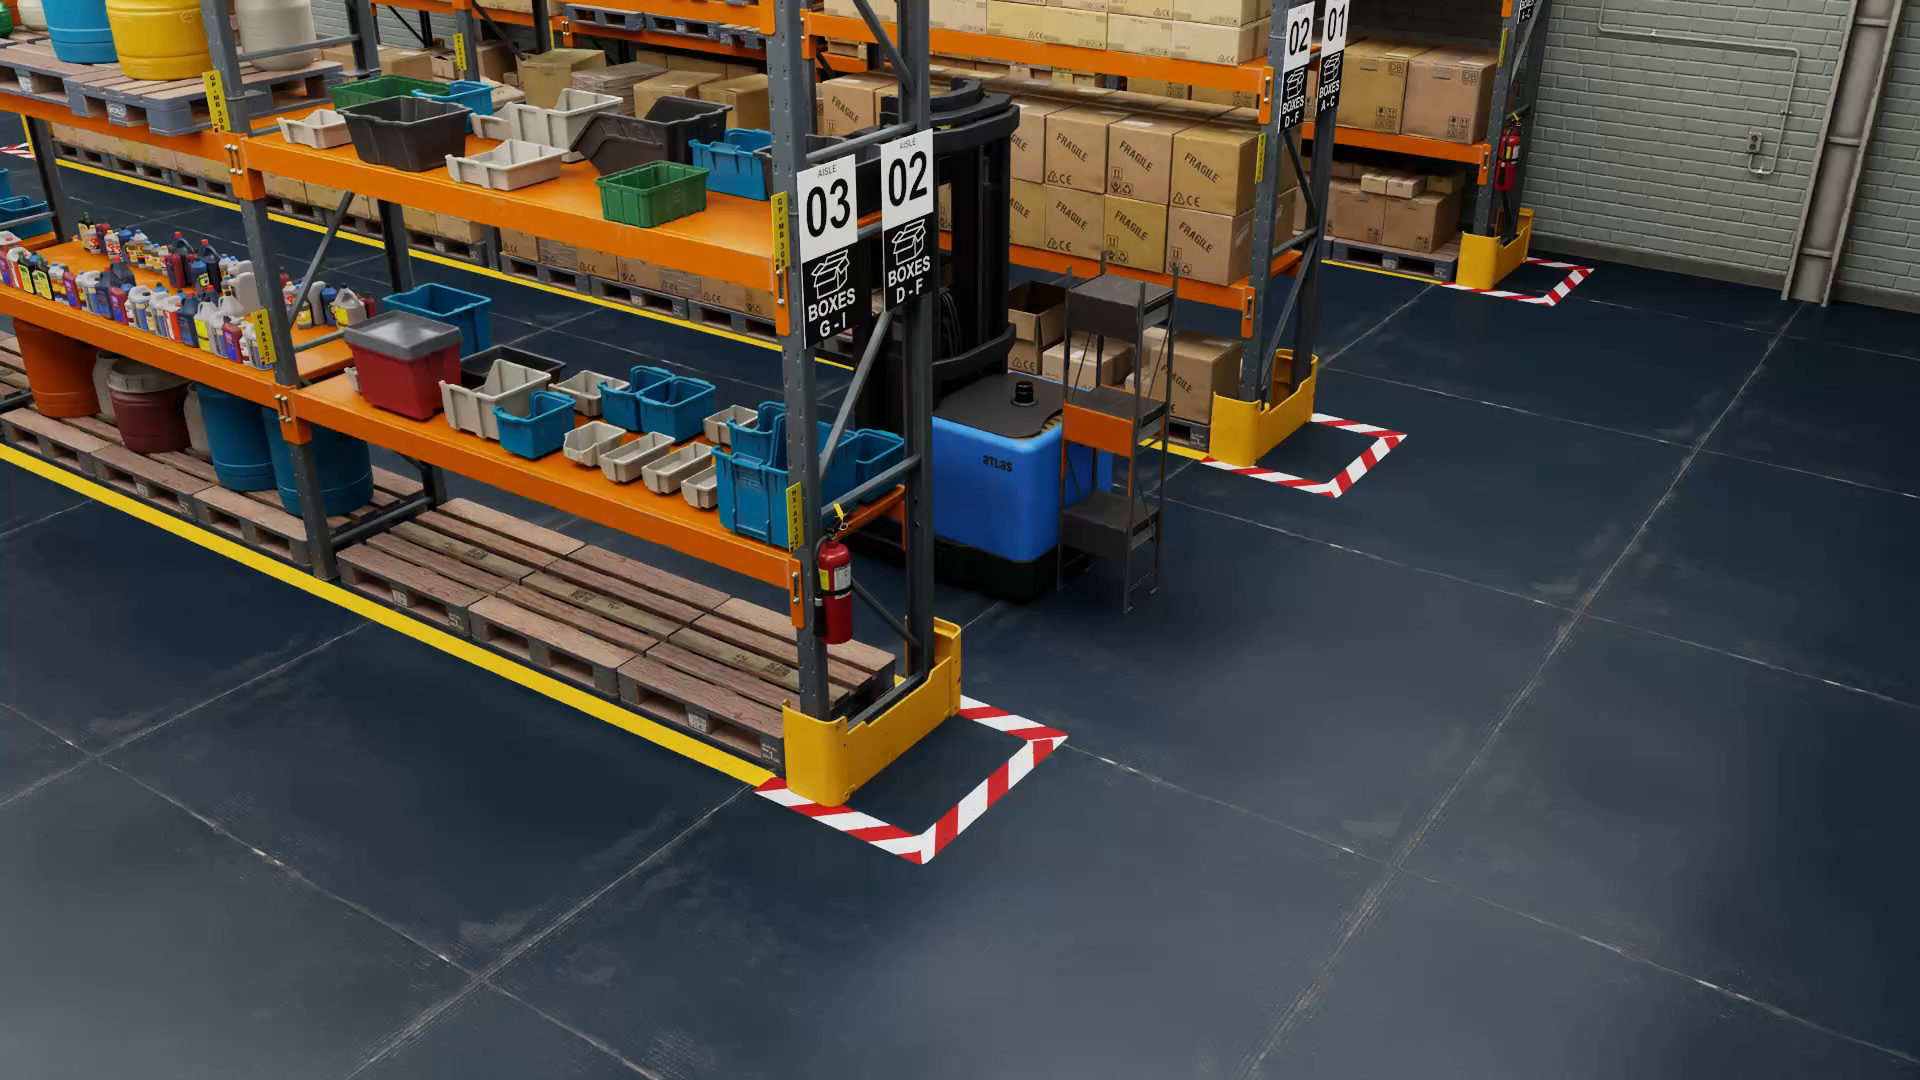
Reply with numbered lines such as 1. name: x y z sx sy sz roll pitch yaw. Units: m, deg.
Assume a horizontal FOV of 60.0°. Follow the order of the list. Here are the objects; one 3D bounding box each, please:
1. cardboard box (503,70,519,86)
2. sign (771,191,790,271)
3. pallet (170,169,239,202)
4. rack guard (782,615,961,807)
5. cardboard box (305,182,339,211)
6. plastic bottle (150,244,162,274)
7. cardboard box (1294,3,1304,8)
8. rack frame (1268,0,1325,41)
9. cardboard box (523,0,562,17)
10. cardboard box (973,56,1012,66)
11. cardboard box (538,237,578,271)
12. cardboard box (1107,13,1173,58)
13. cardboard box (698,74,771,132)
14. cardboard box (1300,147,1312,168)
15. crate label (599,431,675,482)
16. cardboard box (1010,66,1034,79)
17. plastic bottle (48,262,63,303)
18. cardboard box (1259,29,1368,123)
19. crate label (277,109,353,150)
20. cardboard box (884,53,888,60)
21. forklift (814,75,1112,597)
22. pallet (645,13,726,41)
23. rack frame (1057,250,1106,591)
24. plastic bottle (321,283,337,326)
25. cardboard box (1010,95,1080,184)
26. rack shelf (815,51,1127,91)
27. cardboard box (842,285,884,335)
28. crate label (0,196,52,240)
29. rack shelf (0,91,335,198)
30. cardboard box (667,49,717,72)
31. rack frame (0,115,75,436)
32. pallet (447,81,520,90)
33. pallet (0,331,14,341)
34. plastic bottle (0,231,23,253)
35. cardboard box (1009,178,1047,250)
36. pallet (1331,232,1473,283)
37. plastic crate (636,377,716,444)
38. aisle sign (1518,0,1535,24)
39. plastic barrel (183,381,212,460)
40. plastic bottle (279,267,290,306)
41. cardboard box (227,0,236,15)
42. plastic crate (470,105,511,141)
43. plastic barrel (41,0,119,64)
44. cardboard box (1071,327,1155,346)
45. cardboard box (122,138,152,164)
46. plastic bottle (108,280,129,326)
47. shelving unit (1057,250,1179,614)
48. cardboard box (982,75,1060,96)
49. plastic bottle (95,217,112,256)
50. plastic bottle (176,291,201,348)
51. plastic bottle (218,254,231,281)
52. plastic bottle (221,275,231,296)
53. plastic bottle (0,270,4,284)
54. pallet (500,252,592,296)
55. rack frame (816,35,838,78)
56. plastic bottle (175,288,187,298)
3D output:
1. cardboard box: -6.059 -6.372 22.895 0.250 0.149 0.380 15 30 26
2. sign: -0.767 -1.323 7.125 0.005 0.325 0.100 17 32 30
3. pallet: -8.185 -4.152 18.950 1.213 0.211 1.003 17 32 30
4. rack guard: -0.442 0.873 8.758 0.348 0.500 1.175 17 32 30
5. cardboard box: -6.512 -3.677 17.510 0.500 0.250 0.500 16 31 29
6. plastic bottle: -5.732 -2.018 11.902 0.097 0.201 0.097 0 27 0
7. cardboard box: 2.062 -3.816 11.521 0.500 0.250 0.500 17 32 30
8. rack frame: 2.338 -4.767 10.470 0.127 3.000 1.000 17 32 30
9. cardboard box: -5.314 -6.978 21.572 0.500 0.250 0.500 17 32 30
10. cardboard box: 0.484 -5.443 17.953 0.500 0.500 0.500 17 32 30
11. cardboard box: -3.608 -2.874 15.635 0.500 0.500 0.500 16 31 29
12. cardboard box: 1.360 -3.529 11.510 0.500 0.250 0.500 17 32 30
13. cardboard box: -1.825 -3.711 14.435 0.500 0.500 0.700 23 35 38
14. cardboard box: 3.468 -3.884 16.926 0.250 0.149 0.380 17 31 29
15. crate label: -1.718 -0.436 8.798 0.243 0.136 0.396 17 32 30
16. cardboard box: 0.743 -5.037 17.869 0.250 0.149 0.380 17 32 30
17. plastic bottle: -6.128 -1.755 11.308 0.097 0.271 0.097 0 27 0
18. cardboard box: 3.484 -4.589 16.404 0.700 0.700 0.980 16 31 28
19. crate label: -3.527 -2.255 9.132 0.466 0.136 0.293 17 32 30
20. cardboard box: -0.663 -5.540 18.858 0.250 0.149 0.380 17 32 30
21. forklift: -0.499 -1.475 10.691 3.031 2.935 1.130 19 32 32
22. pallet: -3.109 -6.408 20.521 1.213 0.211 1.003 17 32 30
23. rack frame: 0.730 -0.690 10.065 0.015 2.100 0.400 19 32 32
24. plastic bottle: -4.123 -1.548 10.901 0.097 0.271 0.097 0 27 0
25. cardboard box: 0.545 -2.988 12.375 0.500 0.500 0.500 18 32 32
26. rack shelf: 0.194 -5.167 18.662 4.000 0.370 1.077 17 32 30
27. cardboard box: -0.735 -1.930 13.988 0.500 0.311 0.500 17 32 30
28. crate label: -7.199 -2.471 12.756 0.416 0.233 0.303 17 32 30
29. rack shelf: -5.415 -2.800 10.704 4.000 0.370 1.077 17 32 30
30. cardboard box: -3.340 -6.017 20.985 0.500 0.250 0.500 16 31 29
31. rack frame: -7.064 -2.297 12.230 0.127 3.000 1.000 17 32 30
32. pallet: -6.335 -6.257 23.087 1.213 0.211 1.003 17 32 30
33. pallet: -8.682 -1.581 13.898 1.213 0.211 1.003 17 32 30
34. plastic bottle: -6.804 -2.067 11.914 0.135 0.276 0.152 17 32 30
35. cardboard box: 0.562 -2.543 12.603 0.500 0.500 0.500 17 31 30
36. pallet: 4.436 -2.880 16.450 1.213 0.211 1.003 17 32 30
37. plastic crate: -1.572 -0.719 9.249 0.300 0.233 0.416 17 32 30
38. aisle sign: 5.029 -4.974 14.625 0.004 0.787 0.394 17 32 30
39. plastic barrel: -5.204 -0.855 11.676 0.421 0.512 0.421 0 27 0
40. plastic bottle: -4.559 -1.700 11.185 0.133 0.283 0.061 17 32 30
41. cardboard box: -7.923 -5.909 17.788 0.500 0.500 0.700 17 32 31
42. plastic crate: -2.503 -2.305 9.229 0.466 0.136 0.293 17 32 30
43. plastic barrel: -5.260 -3.398 10.072 0.708 0.901 0.600 17 32 30
44. cardboard box: 1.226 -1.567 13.342 0.500 0.250 0.500 17 32 30
45. cardboard box: -9.299 -4.557 19.240 0.500 0.250 0.500 17 32 30
46. plastic bottle: -5.510 -1.558 10.907 0.133 0.283 0.061 17 32 30
47. shelving unit: 0.926 -0.624 9.935 0.503 2.100 0.431 19 32 32
48. cardboard box: 0.444 -3.318 13.024 0.500 0.500 0.500 18 32 31
49. plastic bottle: -6.298 -2.241 12.250 0.133 0.283 0.061 17 32 30
50. plastic bottle: -4.862 -1.409 10.540 0.185 0.351 0.144 17 32 30
51. plastic bottle: -5.047 -1.836 11.467 0.097 0.271 0.097 0 27 0
52. plastic bottle: -4.942 -1.688 11.254 0.097 0.201 0.097 0 27 0
53. plastic bottle: -6.730 -1.911 11.692 0.097 0.201 0.097 0 27 0
54. pallet: -3.662 -2.699 16.095 1.213 0.211 1.003 17 32 30
55. rack frame: -1.455 -6.001 19.508 0.127 3.000 1.000 17 32 30
56. plastic bottle: -5.047 -1.502 10.810 0.097 0.271 0.097 0 27 0
